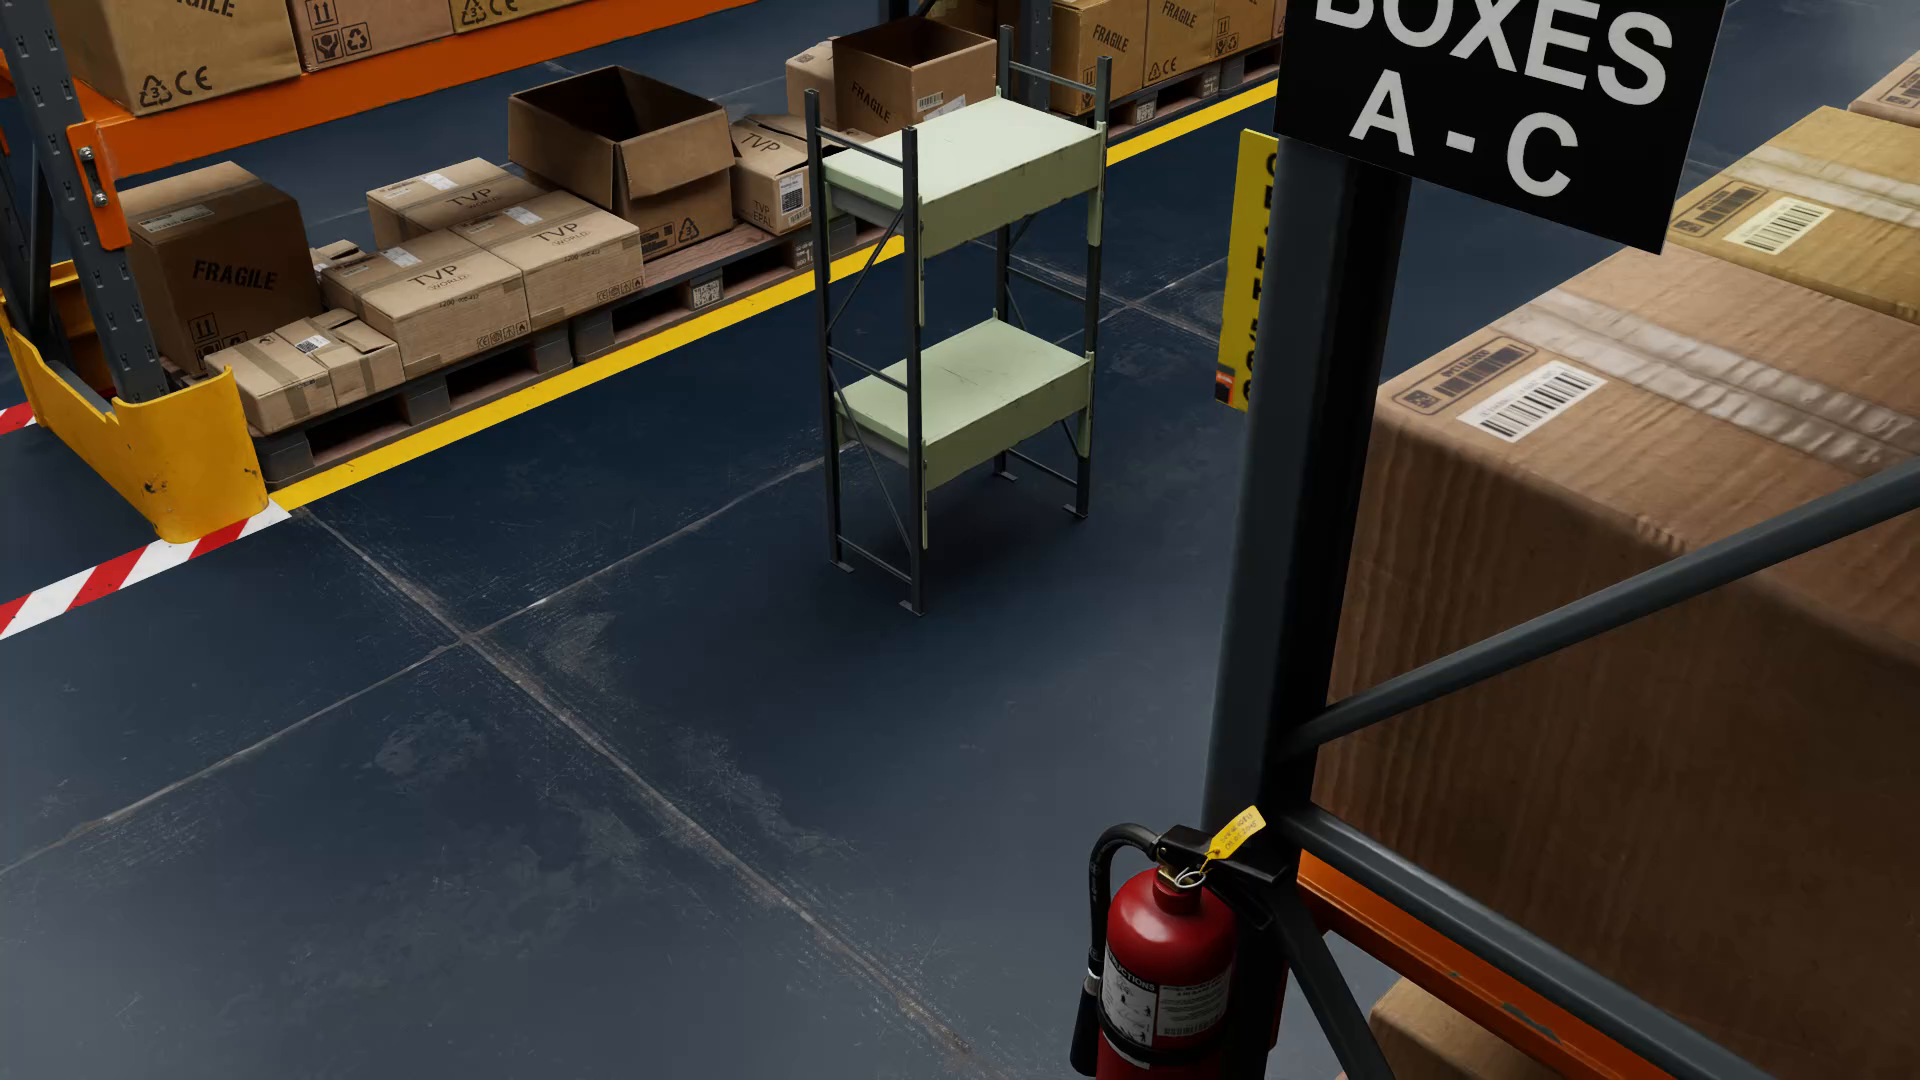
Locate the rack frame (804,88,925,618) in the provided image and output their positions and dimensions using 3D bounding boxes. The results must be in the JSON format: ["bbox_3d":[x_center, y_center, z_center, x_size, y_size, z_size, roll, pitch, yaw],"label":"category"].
[{"bbox_3d":[-0.253,-0.469,4.612,0.400,1.500,0.023,30,45,35],"label":"rack frame"}]

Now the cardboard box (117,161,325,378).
[{"bbox_3d":[-2.603,-0.951,5.793,0.500,0.500,0.500,30,45,35],"label":"cardboard box"}]

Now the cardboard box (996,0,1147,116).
[{"bbox_3d":[0.521,-2.353,7.803,0.500,0.500,0.500,27,43,33],"label":"cardboard box"}]

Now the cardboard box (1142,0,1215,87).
[{"bbox_3d":[0.889,-2.574,8.120,0.500,0.500,0.500,-29,44,-35],"label":"cardboard box"}]

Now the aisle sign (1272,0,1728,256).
[{"bbox_3d":[0.443,-0.639,1.272,0.394,0.787,0.004,30,45,35],"label":"aisle sign"}]

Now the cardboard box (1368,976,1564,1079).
[{"bbox_3d":[1.129,1.047,2.944,0.700,0.500,0.500,30,45,35],"label":"cardboard box"}]

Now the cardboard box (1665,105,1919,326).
[{"bbox_3d":[1.564,-0.115,2.531,0.980,0.700,0.700,29,44,35],"label":"cardboard box"}]

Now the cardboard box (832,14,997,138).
[{"bbox_3d":[-0.193,-1.910,7.167,0.500,0.500,0.500,30,45,35],"label":"cardboard box"}]

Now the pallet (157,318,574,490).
[{"bbox_3d":[-2.197,-0.687,6.051,1.003,0.211,1.213,30,45,35],"label":"pallet"}]

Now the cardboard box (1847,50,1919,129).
[{"bbox_3d":[2.107,-0.421,2.969,0.980,0.700,0.700,27,43,33],"label":"cardboard box"}]

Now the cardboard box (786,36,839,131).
[{"bbox_3d":[-0.442,-2.094,7.597,0.500,0.311,0.500,30,45,35],"label":"cardboard box"}]

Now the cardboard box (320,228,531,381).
[{"bbox_3d":[-1.875,-0.838,5.849,0.500,0.250,0.500,30,45,35],"label":"cardboard box"}]

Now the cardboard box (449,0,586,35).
[{"bbox_3d":[-1.596,-2.005,5.416,0.500,0.500,0.500,29,44,35],"label":"cardboard box"}]

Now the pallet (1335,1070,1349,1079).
[{"bbox_3d":[1.215,1.306,3.192,1.003,0.211,1.213,30,45,35],"label":"pallet"}]

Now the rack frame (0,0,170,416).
[{"bbox_3d":[-2.811,-1.476,4.745,1.000,3.000,0.127,30,45,35],"label":"rack frame"}]

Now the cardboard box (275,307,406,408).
[{"bbox_3d":[-2.096,-0.628,5.620,0.380,0.166,0.250,30,45,35],"label":"cardboard box"}]

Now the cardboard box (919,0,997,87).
[{"bbox_3d":[0.151,-2.571,8.115,0.500,0.500,0.500,29,44,35],"label":"cardboard box"}]

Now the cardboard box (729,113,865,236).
[{"bbox_3d":[-0.722,-1.528,6.784,0.500,0.311,0.500,30,45,35],"label":"cardboard box"}]

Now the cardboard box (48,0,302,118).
[{"bbox_3d":[-2.312,-1.591,4.822,0.500,0.500,0.500,-29,44,-35],"label":"cardboard box"}]

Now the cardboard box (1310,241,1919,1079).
[{"bbox_3d":[1.059,0.185,2.101,0.700,0.700,0.980,-28,43,-34],"label":"cardboard box"}]

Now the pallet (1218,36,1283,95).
[{"bbox_3d":[1.413,-2.799,9.079,1.003,0.211,1.213,30,45,35],"label":"pallet"}]

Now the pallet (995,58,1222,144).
[{"bbox_3d":[0.553,-2.302,8.366,1.003,0.211,1.213,30,45,35],"label":"pallet"}]

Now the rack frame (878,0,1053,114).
[{"bbox_3d":[0.007,-3.100,7.073,1.000,3.000,0.127,30,45,35],"label":"rack frame"}]

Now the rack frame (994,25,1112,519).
[{"bbox_3d":[0.263,-0.766,5.038,0.400,1.500,0.023,30,45,35],"label":"rack frame"}]

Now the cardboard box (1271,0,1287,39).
[{"bbox_3d":[1.603,-2.979,8.700,0.500,0.500,0.500,28,43,34],"label":"cardboard box"}]

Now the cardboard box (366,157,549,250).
[{"bbox_3d":[-1.912,-1.222,6.400,0.500,0.250,0.500,30,45,35],"label":"cardboard box"}]

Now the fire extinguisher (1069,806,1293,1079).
[{"bbox_3d":[0.273,0.579,2.192,0.296,0.674,0.183,30,45,35],"label":"fire extinguisher"}]

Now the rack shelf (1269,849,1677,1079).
[{"bbox_3d":[2.116,0.002,3.254,1.077,0.370,4.000,30,45,35],"label":"rack shelf"}]

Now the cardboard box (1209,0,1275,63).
[{"bbox_3d":[1.246,-2.774,8.406,0.500,0.500,0.500,-29,44,-35],"label":"cardboard box"}]

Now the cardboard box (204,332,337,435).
[{"bbox_3d":[-2.272,-0.519,5.479,0.380,0.149,0.250,30,45,35],"label":"cardboard box"}]

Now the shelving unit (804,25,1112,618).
[{"bbox_3d":[0.005,-0.618,4.825,0.431,1.500,0.755,30,45,35],"label":"shelving unit"}]

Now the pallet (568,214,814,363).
[{"bbox_3d":[-1.337,-1.180,6.758,1.003,0.211,1.213,30,45,35],"label":"pallet"}]

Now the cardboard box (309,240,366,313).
[{"bbox_3d":[-2.254,-0.943,6.072,0.380,0.166,0.250,30,45,35],"label":"cardboard box"}]

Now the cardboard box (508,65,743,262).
[{"bbox_3d":[-1.313,-1.492,6.565,0.797,0.503,0.637,30,45,35],"label":"cardboard box"}]

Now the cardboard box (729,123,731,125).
[{"bbox_3d":[-1.045,-1.680,7.129,0.380,0.166,0.250,30,45,35],"label":"cardboard box"}]

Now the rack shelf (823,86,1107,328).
[{"bbox_3d":[0.005,-0.938,4.602,0.431,0.370,0.720,30,45,35],"label":"rack shelf"}]

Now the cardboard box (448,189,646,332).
[{"bbox_3d":[-1.522,-1.041,6.140,0.500,0.250,0.500,30,45,35],"label":"cardboard box"}]

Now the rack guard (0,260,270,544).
[{"bbox_3d":[-2.758,-0.482,5.504,1.175,0.500,0.348,30,45,35],"label":"rack guard"}]

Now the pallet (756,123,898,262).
[{"bbox_3d":[-0.478,-1.678,7.471,1.003,0.211,1.213,30,45,35],"label":"pallet"}]

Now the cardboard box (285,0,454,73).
[{"bbox_3d":[-1.952,-1.803,5.125,0.500,0.500,0.500,29,44,35],"label":"cardboard box"}]

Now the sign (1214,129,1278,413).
[{"bbox_3d":[0.331,-0.278,1.807,0.100,0.325,0.005,30,45,35],"label":"sign"}]

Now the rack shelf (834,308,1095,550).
[{"bbox_3d":[0.005,-0.350,5.011,0.431,0.370,0.720,30,45,35],"label":"rack shelf"}]

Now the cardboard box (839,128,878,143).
[{"bbox_3d":[-0.415,-1.589,7.014,0.380,0.149,0.250,30,45,35],"label":"cardboard box"}]

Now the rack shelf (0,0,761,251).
[{"bbox_3d":[-1.402,-1.993,6.115,1.077,0.370,4.000,30,45,35],"label":"rack shelf"}]
